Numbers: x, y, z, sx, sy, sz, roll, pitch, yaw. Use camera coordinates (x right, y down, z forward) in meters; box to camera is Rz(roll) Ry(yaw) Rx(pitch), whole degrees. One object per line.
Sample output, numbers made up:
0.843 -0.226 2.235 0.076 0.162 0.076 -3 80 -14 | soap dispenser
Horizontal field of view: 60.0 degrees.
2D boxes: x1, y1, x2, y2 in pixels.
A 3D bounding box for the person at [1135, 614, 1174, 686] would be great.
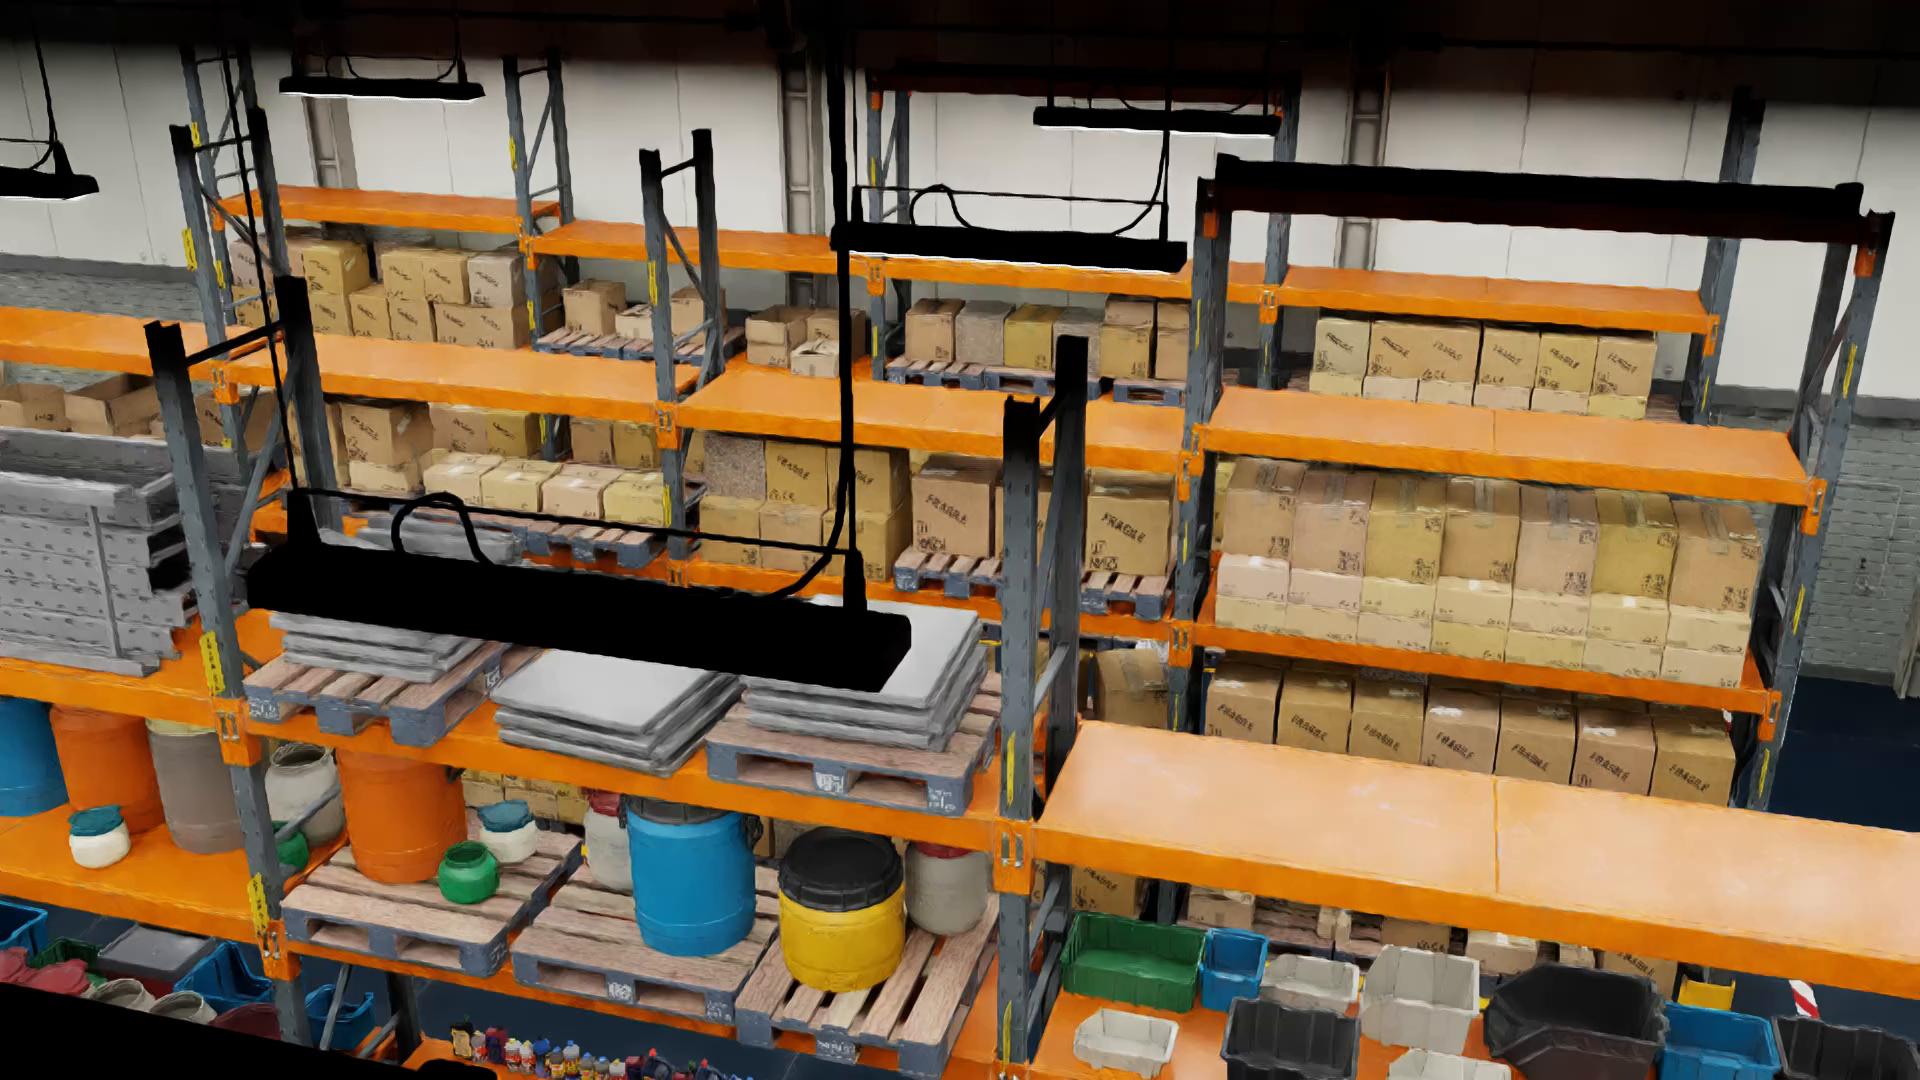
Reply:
1.828 1.407 15.170 0.553 1.684 0.433 -4 23 -10 | person
